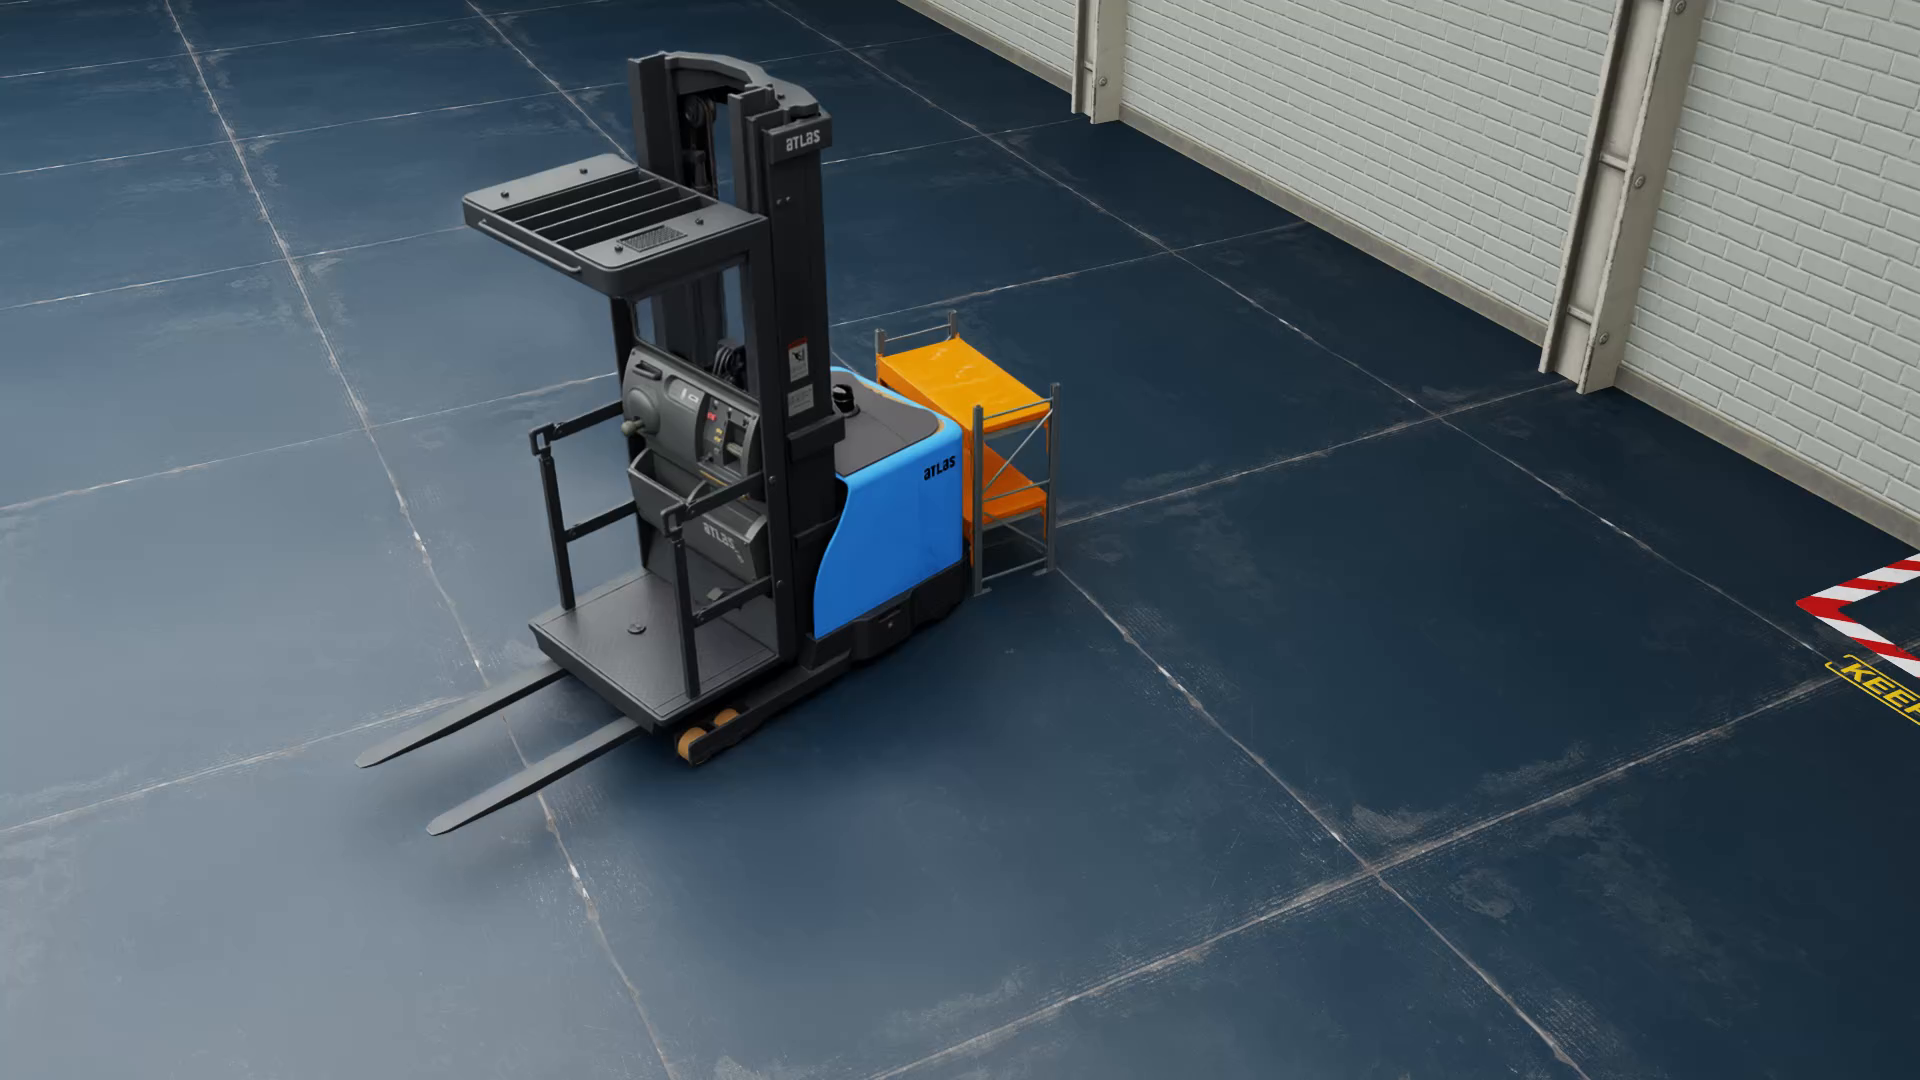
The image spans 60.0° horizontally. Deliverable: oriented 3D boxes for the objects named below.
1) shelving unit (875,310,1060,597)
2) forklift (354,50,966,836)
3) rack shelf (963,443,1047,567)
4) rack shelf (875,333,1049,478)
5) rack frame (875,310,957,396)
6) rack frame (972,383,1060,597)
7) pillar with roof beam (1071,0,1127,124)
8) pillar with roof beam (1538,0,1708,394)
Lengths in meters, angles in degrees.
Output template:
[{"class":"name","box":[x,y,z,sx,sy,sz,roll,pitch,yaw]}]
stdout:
[{"class":"shelving unit","box":[0.025,-0.484,8.982,0.538,1.125,1.048,-18,37,-26]},{"class":"forklift","box":[-1.366,-0.518,7.359,1.130,2.935,3.031,28,42,36]},{"class":"rack shelf","box":[0.025,-0.278,9.114,0.538,0.278,1.000,-18,37,-26]},{"class":"rack shelf","box":[0.025,-0.731,8.824,0.538,0.278,1.000,-18,37,-26]},{"class":"rack frame","box":[-0.236,-0.720,9.349,0.500,1.125,0.032,-18,37,-26]},{"class":"rack frame","box":[0.286,-0.249,8.615,0.500,1.125,0.032,-18,37,-26]},{"class":"pillar with roof beam","box":[-2.546,-6.642,11.294,9.100,9.000,0.400,-16,36,-23]},{"class":"pillar with roof beam","box":[0.252,-3.778,6.825,9.100,9.000,0.400,-16,36,-23]}]
